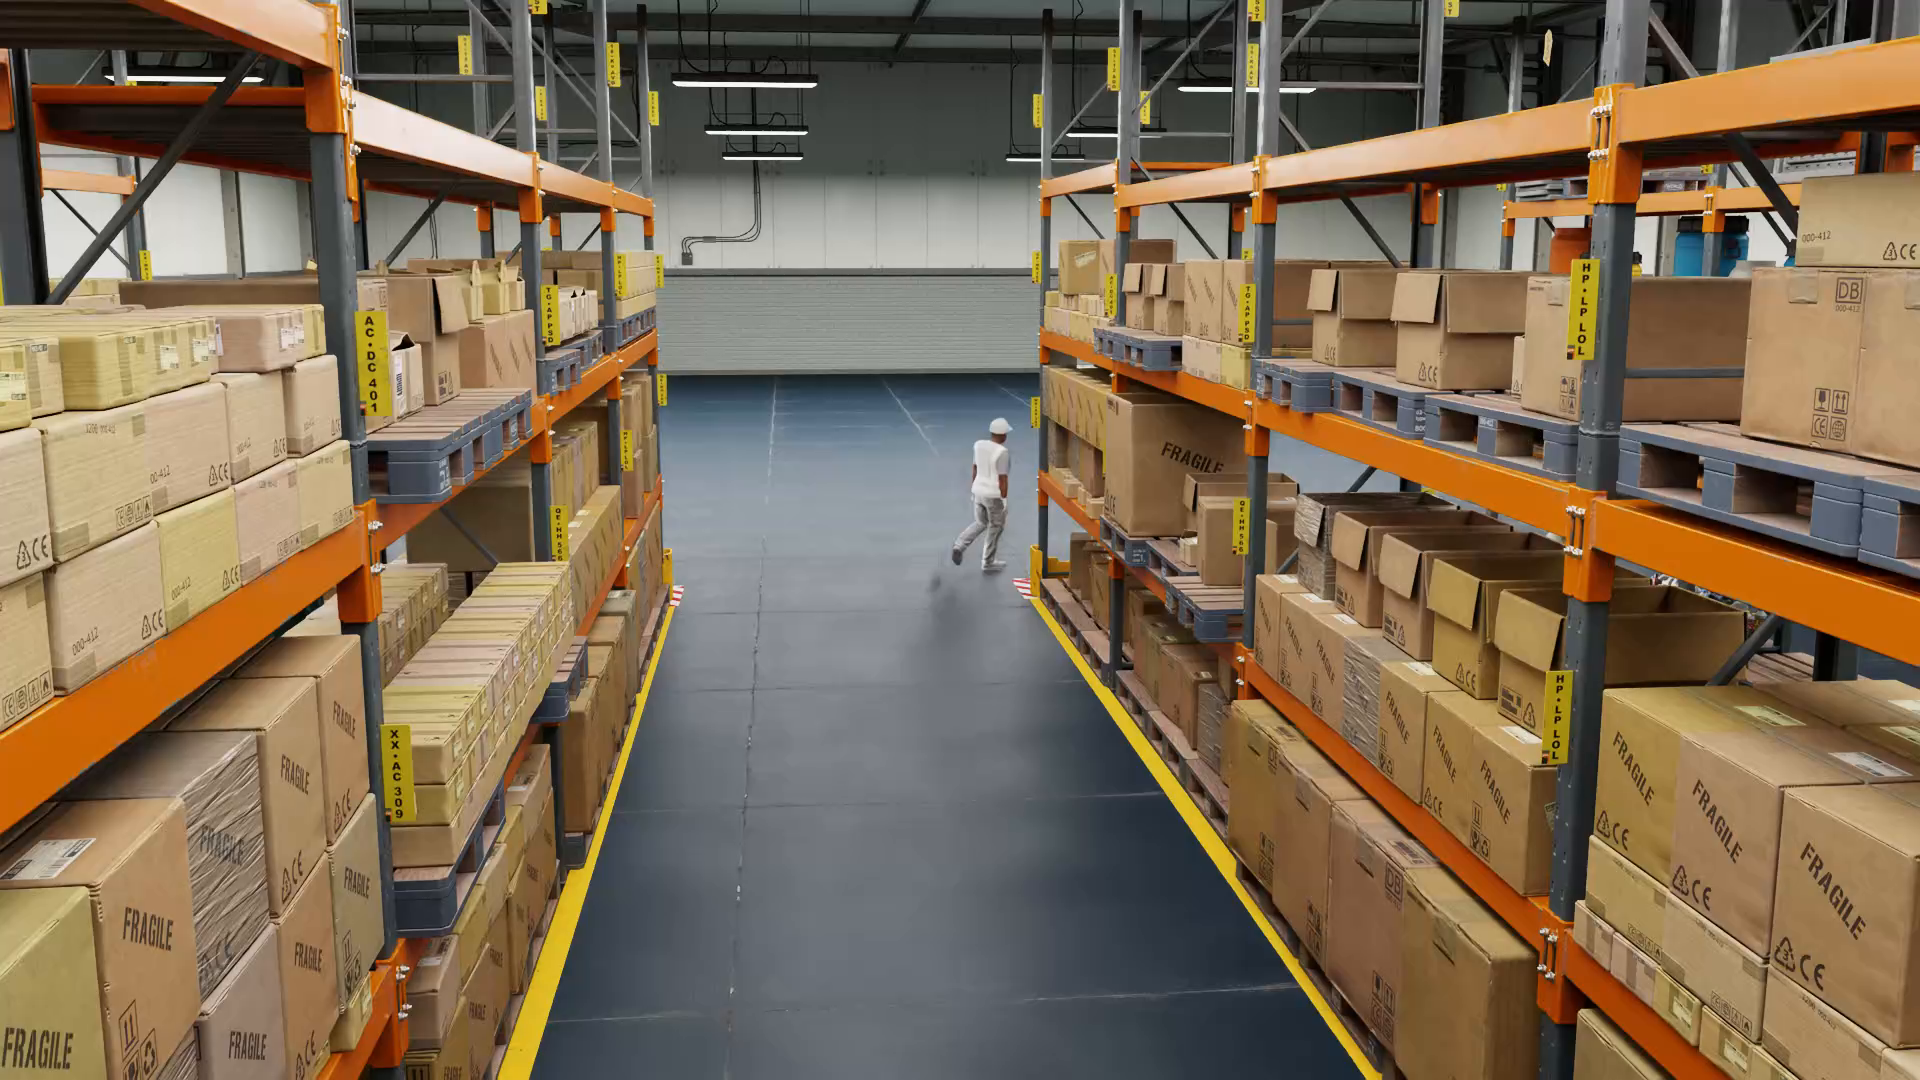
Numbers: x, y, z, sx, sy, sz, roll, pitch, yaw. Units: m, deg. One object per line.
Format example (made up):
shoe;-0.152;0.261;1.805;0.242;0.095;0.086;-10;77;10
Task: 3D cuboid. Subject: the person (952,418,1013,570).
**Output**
person;0.299;-0.500;18.690;0.683;1.755;0.611;-7;12;-37
